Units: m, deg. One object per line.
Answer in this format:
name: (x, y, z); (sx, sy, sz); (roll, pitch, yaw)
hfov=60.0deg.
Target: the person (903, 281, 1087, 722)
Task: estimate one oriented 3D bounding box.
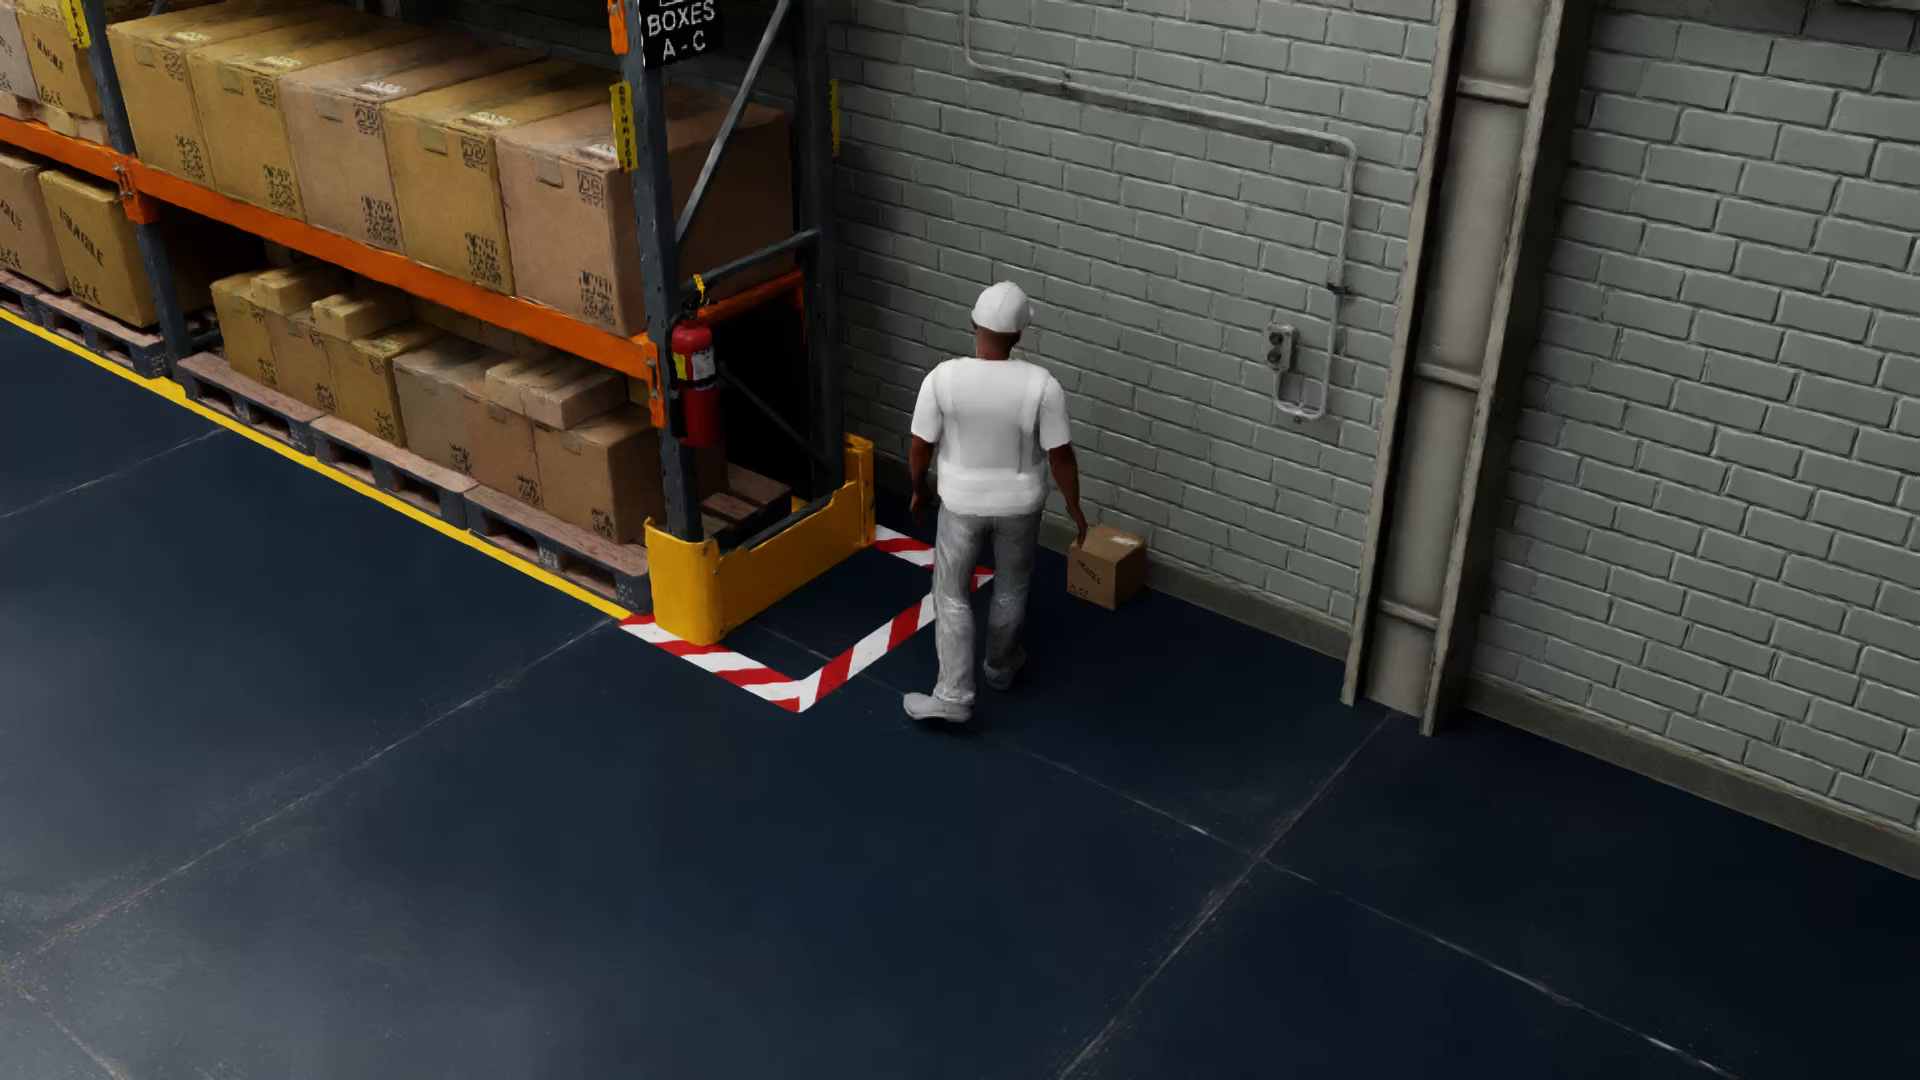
person: (0.133, -0.131, 6.327); (0.708, 1.766, 0.645); (1, 31, 2)
